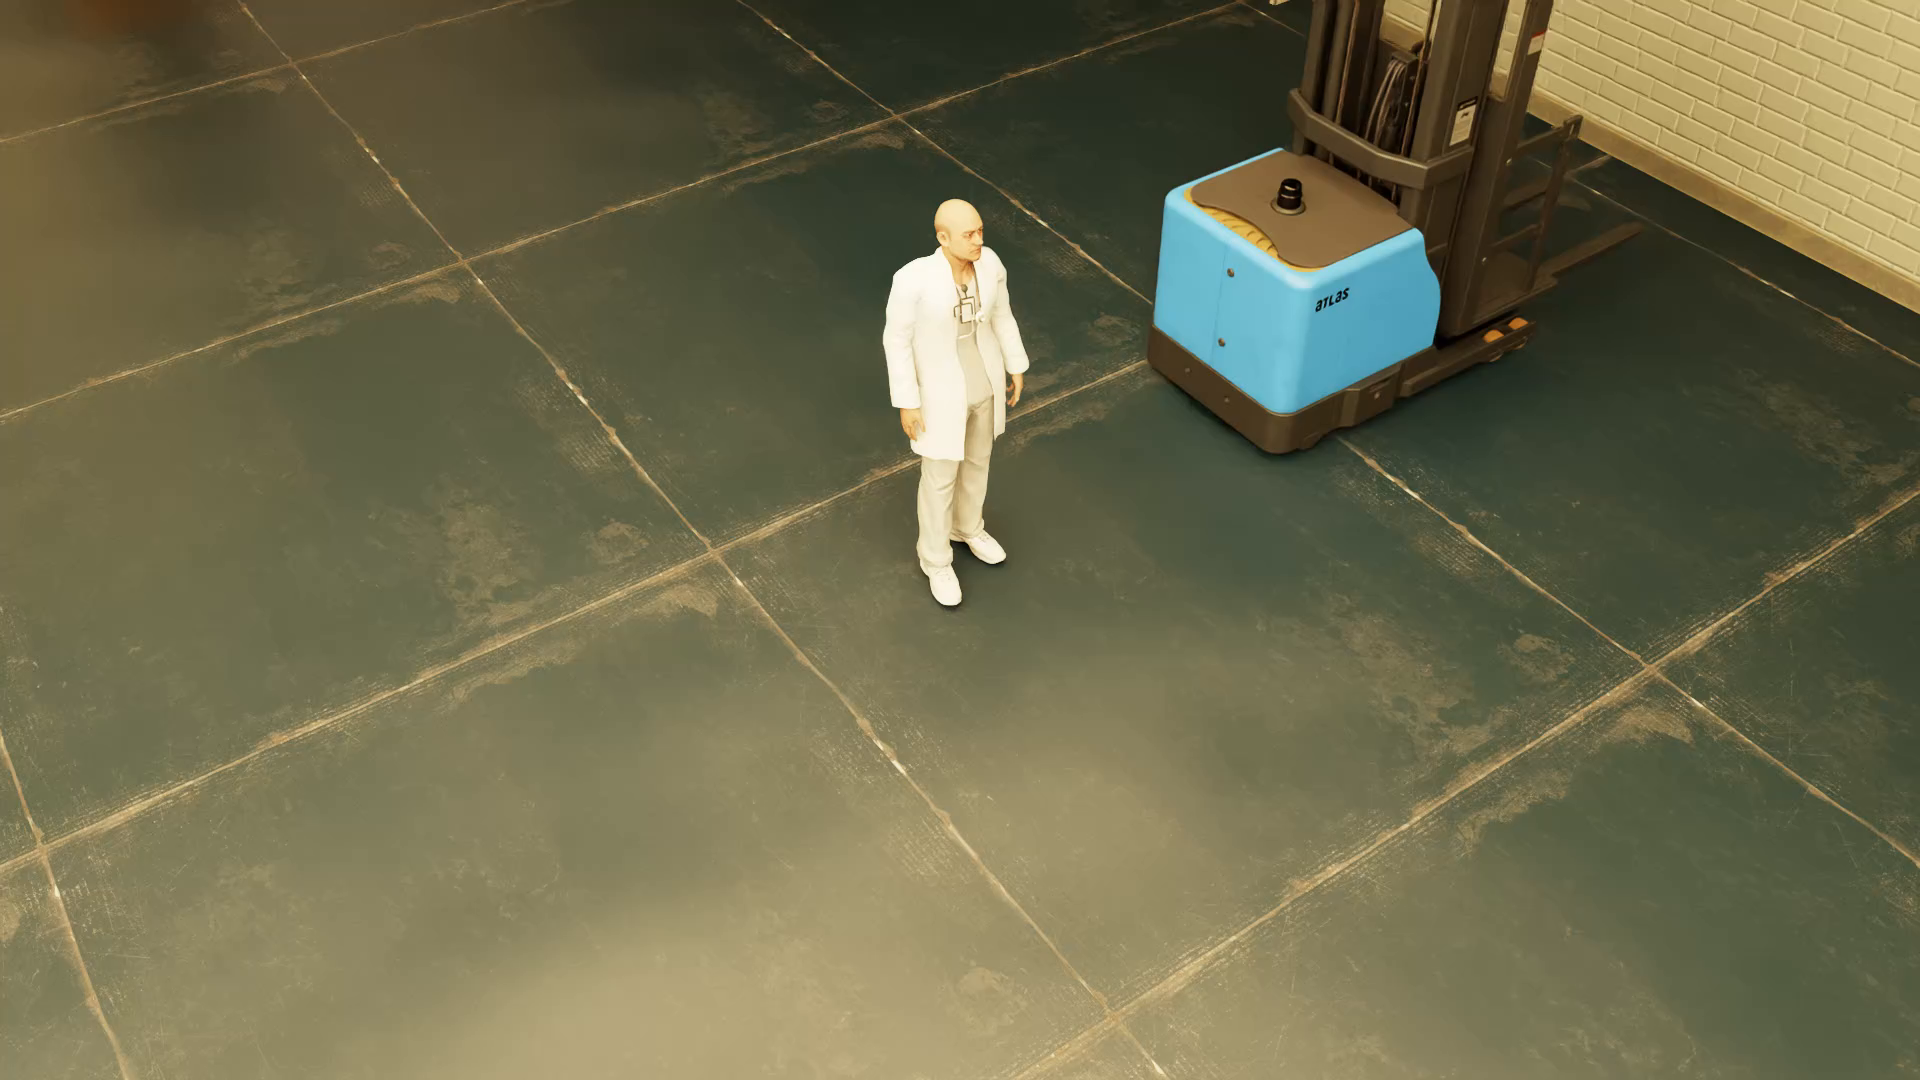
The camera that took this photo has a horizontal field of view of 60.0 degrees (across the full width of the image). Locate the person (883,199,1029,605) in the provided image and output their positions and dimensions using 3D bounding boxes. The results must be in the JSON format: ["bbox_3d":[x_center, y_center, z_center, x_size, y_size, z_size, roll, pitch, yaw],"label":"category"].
[{"bbox_3d":[0.048,-0.606,7.215,0.694,1.775,0.581,-25,48,-25],"label":"person"}]

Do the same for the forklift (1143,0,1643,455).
[{"bbox_3d":[2.470,-2.294,8.205,3.031,2.935,1.130,-25,48,-25],"label":"forklift"}]
